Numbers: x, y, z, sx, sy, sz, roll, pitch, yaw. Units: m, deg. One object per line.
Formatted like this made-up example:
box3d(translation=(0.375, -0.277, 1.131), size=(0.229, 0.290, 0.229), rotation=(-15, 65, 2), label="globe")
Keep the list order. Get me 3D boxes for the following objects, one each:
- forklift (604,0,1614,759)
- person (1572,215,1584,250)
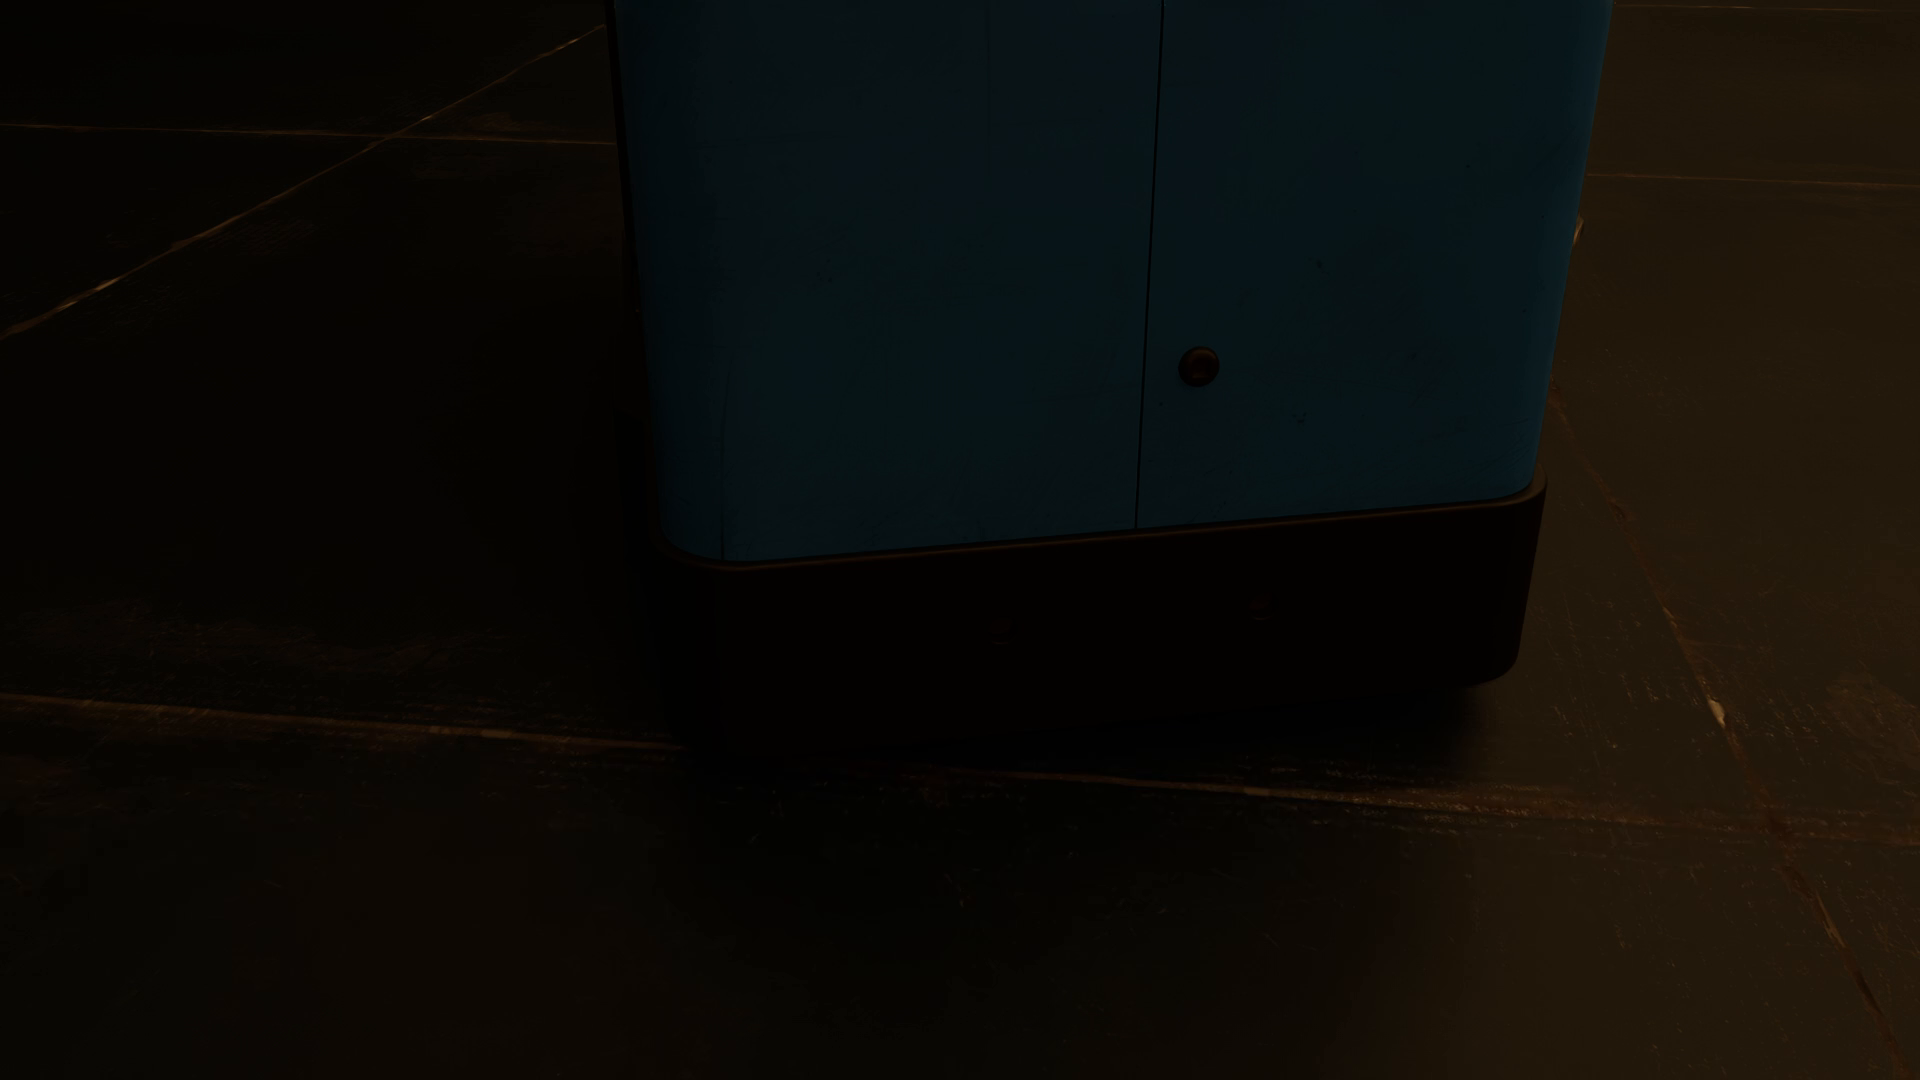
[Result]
box3d(translation=(-0.083, -1.702, 2.629), size=(1.130, 2.935, 3.031), rotation=(-5, 27, -9), label="forklift")
box3d(translation=(0.631, -1.207, 3.306), size=(1.210, 1.479, 0.743), rotation=(16, 31, 29), label="person")
